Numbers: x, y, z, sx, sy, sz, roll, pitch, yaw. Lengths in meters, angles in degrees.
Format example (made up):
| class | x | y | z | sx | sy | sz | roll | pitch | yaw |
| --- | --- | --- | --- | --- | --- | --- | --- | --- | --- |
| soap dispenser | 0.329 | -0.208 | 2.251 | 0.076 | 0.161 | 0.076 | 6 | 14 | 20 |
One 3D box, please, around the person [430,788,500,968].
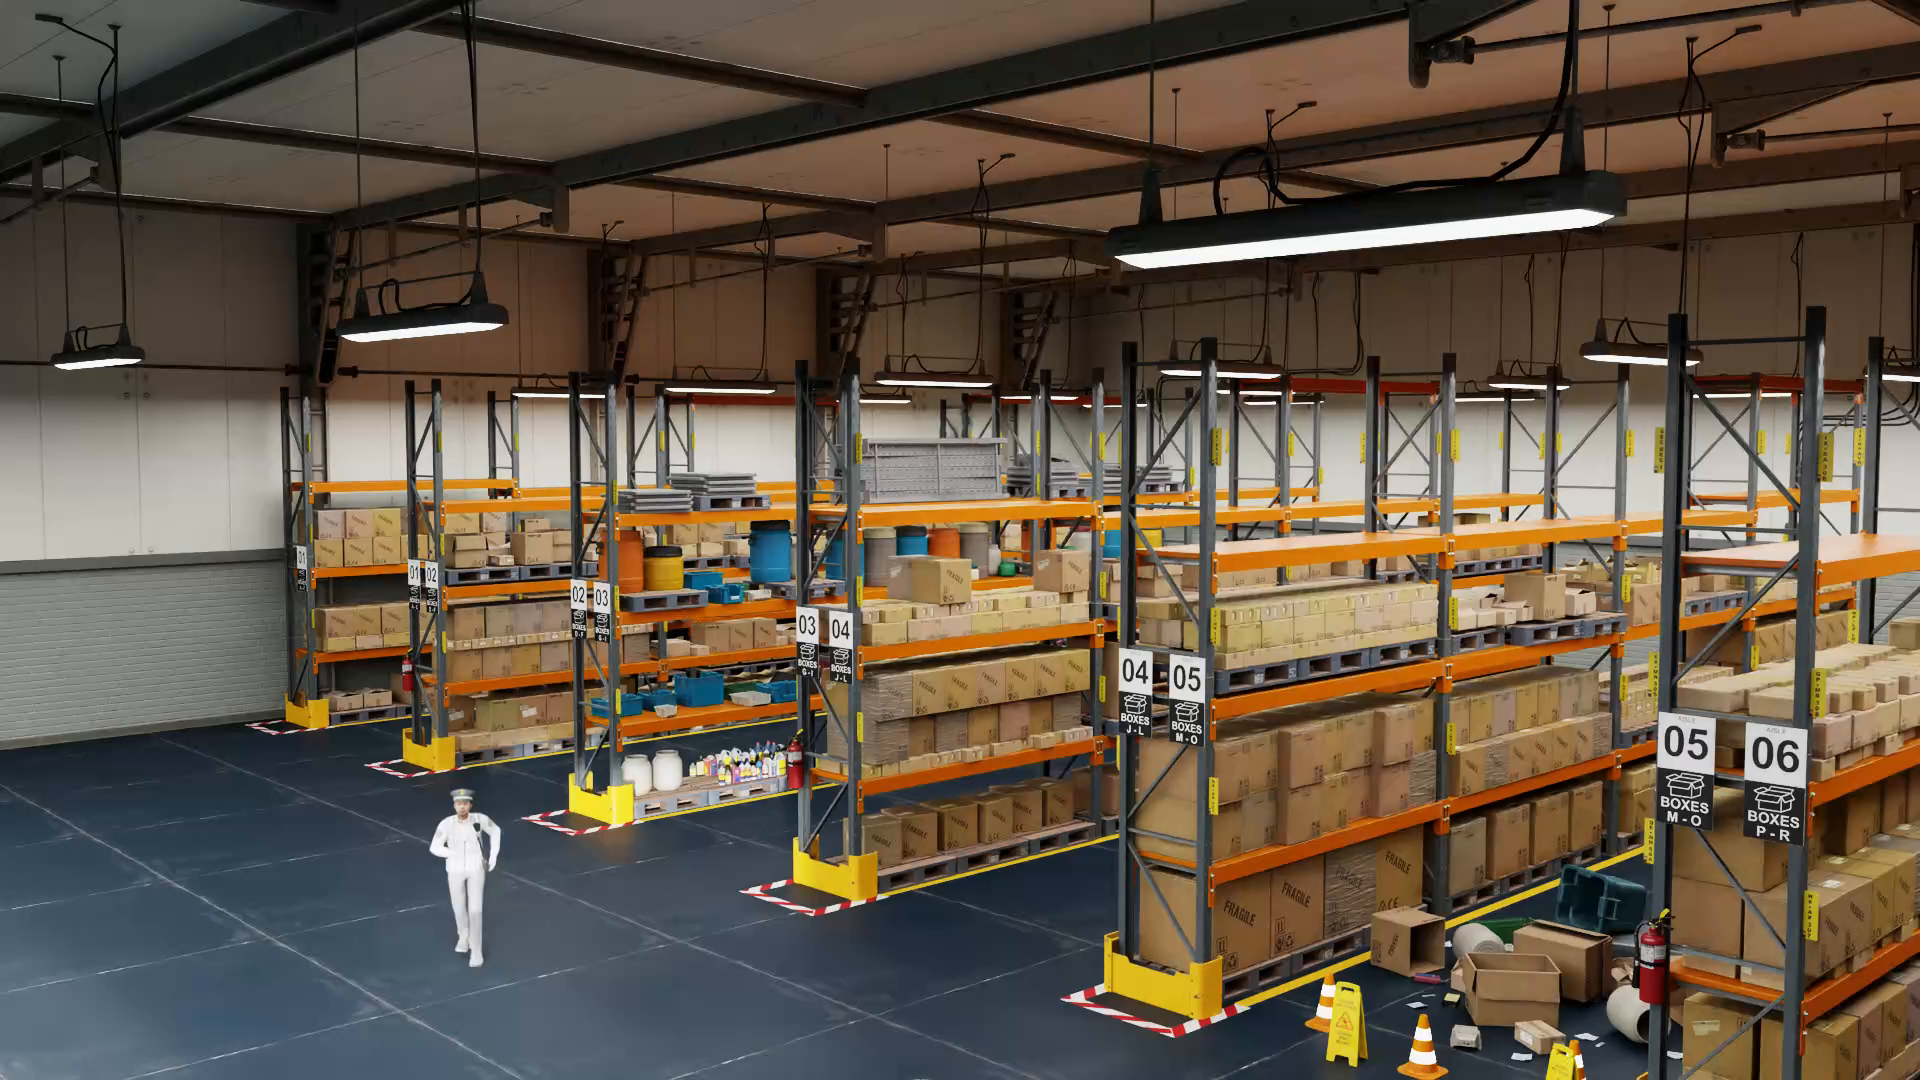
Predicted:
| class | x | y | z | sx | sy | sz | roll | pitch | yaw |
| --- | --- | --- | --- | --- | --- | --- | --- | --- | --- |
| person | -4.834 | 3.281 | 16.256 | 0.632 | 1.755 | 0.711 | -1 | 4 | -11 |
